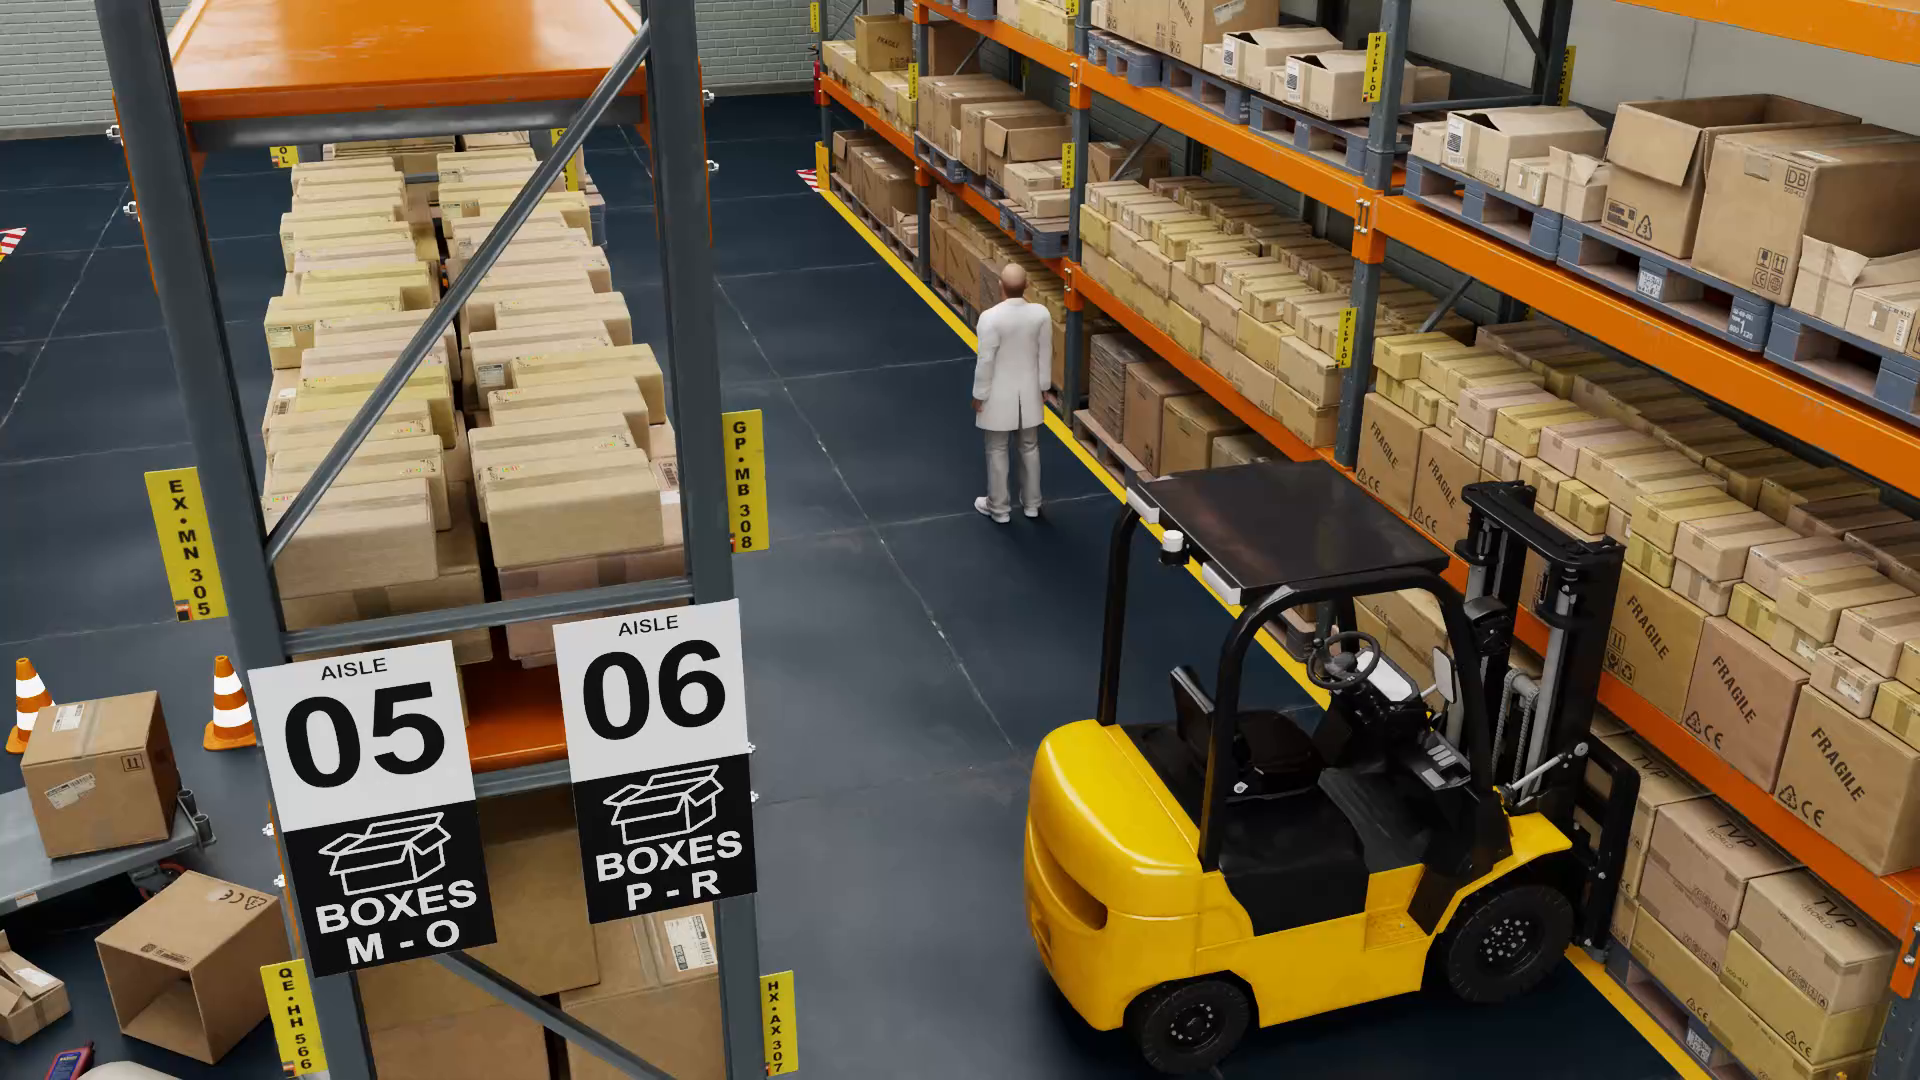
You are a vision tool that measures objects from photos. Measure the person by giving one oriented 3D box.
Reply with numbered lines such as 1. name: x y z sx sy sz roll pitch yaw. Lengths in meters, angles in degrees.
1. person: 0.329 -0.999 11.171 0.564 1.783 0.371 -10 28 -20
